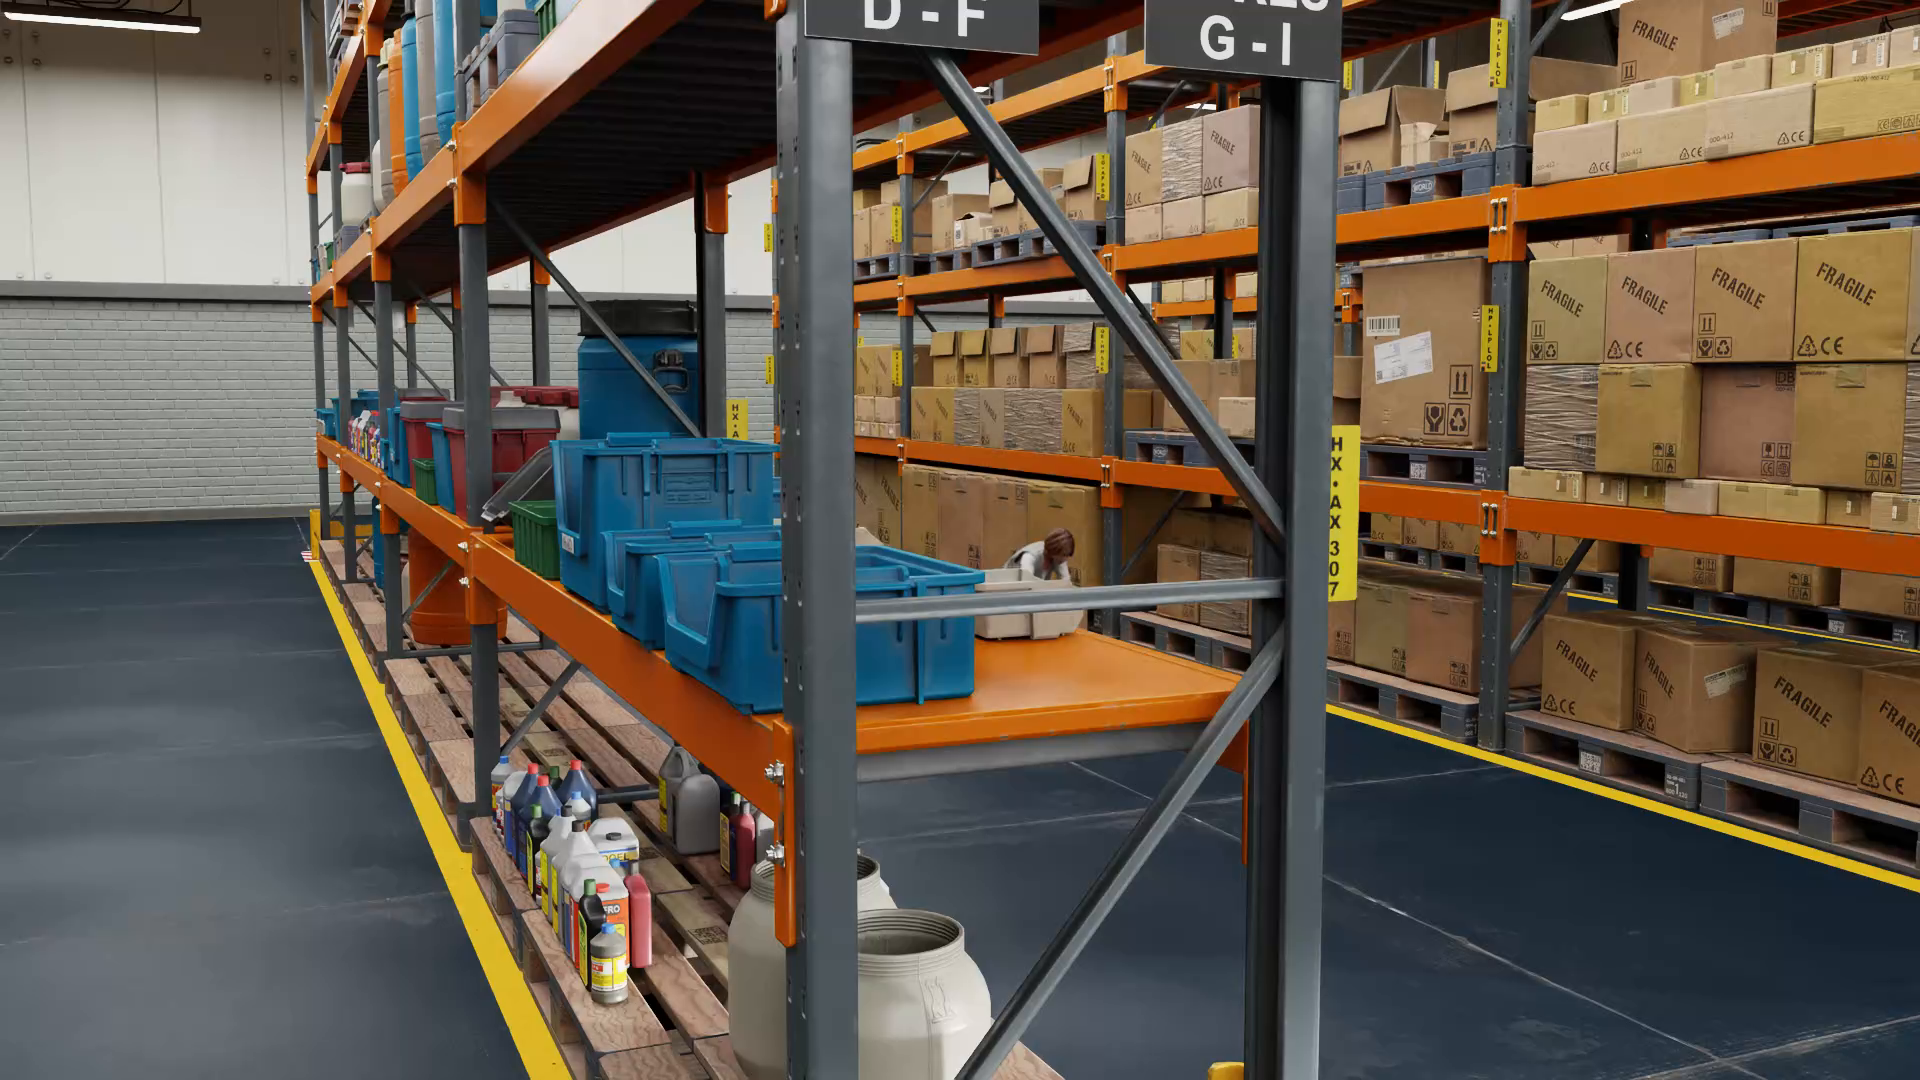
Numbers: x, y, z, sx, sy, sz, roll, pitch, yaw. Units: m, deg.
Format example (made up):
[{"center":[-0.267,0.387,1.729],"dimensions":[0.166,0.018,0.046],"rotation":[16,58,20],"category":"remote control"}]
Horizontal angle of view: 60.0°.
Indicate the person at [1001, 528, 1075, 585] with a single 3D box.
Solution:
[{"center":[0.495,0.358,11.138],"dimensions":[0.452,0.909,0.807],"rotation":[-4,7,-36],"category":"person"}]
